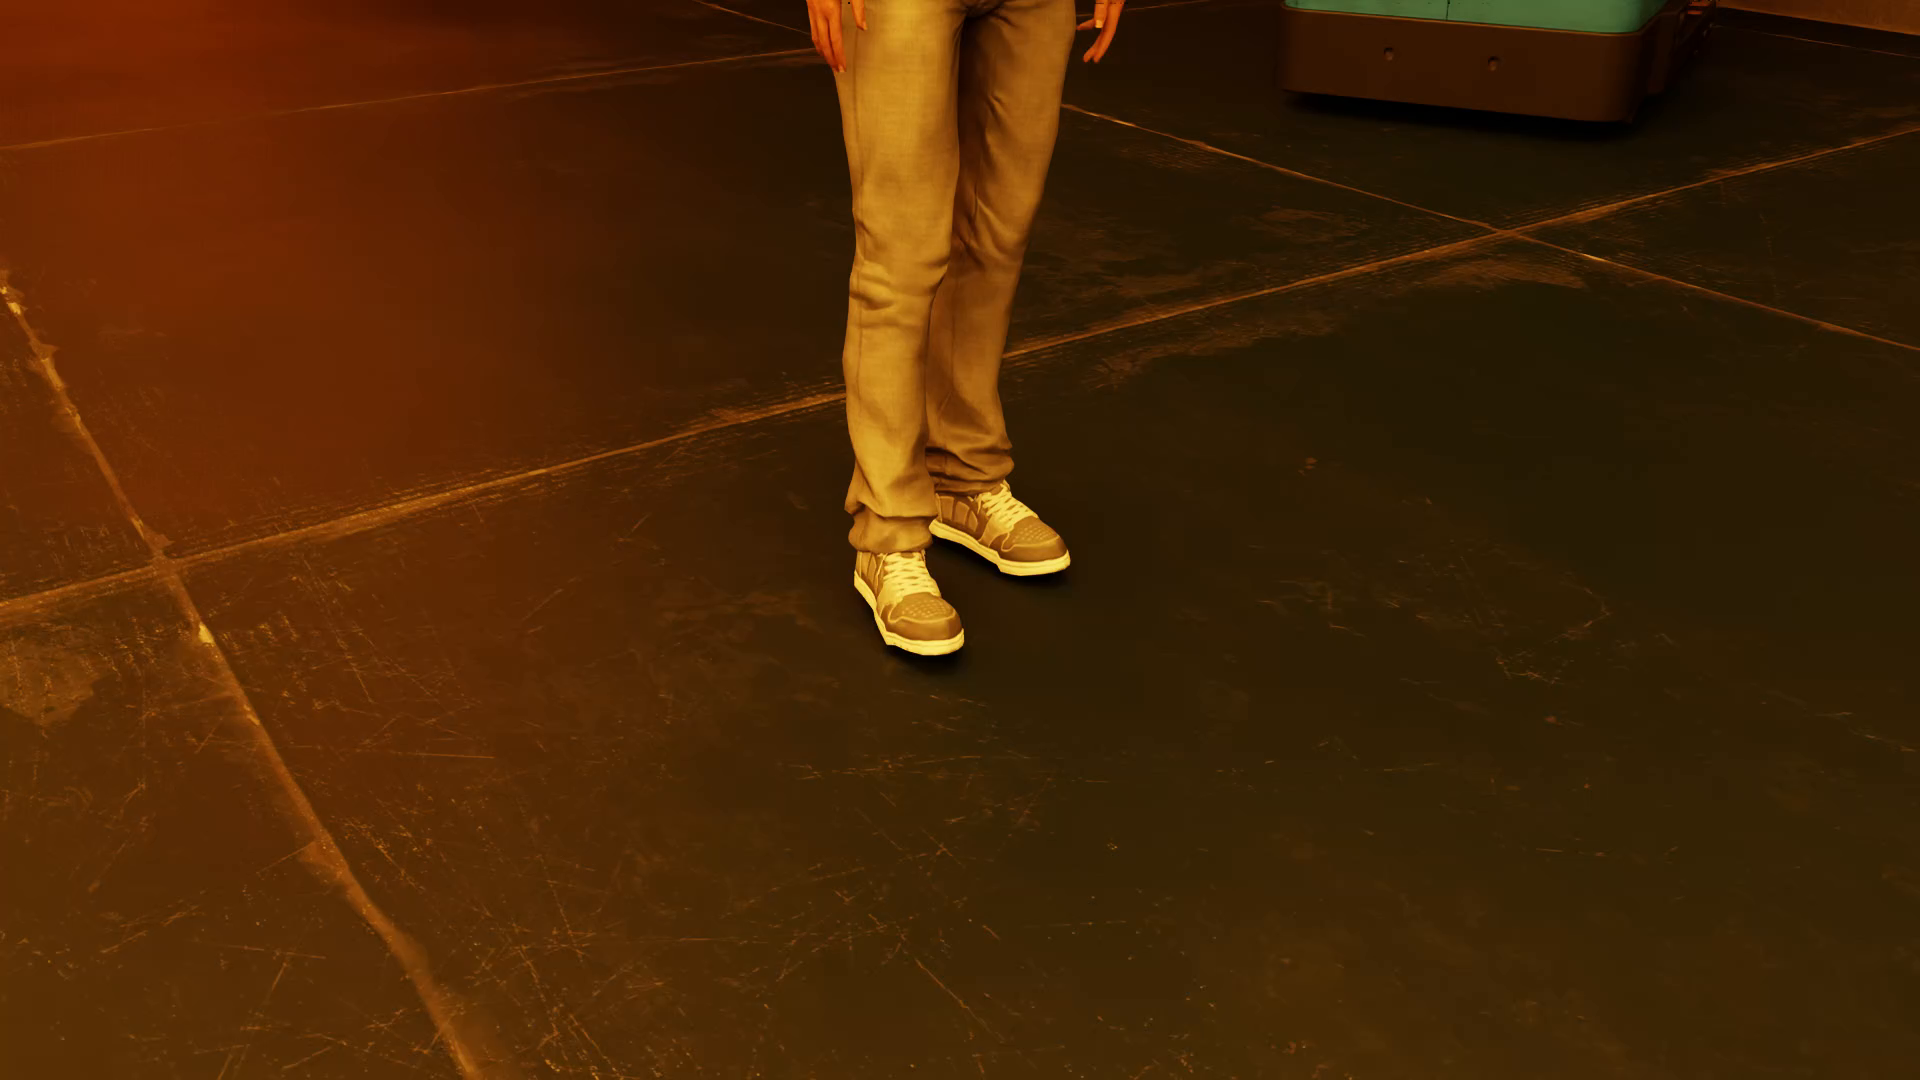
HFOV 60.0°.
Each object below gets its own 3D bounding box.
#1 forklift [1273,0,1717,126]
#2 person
[{"bbox_3d":[2.110,-3.115,5.441,1.130,2.935,3.031,14,30,25],"label":"forklift"},{"bbox_3d":[0.032,-0.689,2.077,0.521,1.599,0.473,-17,31,-31],"label":"person"}]
